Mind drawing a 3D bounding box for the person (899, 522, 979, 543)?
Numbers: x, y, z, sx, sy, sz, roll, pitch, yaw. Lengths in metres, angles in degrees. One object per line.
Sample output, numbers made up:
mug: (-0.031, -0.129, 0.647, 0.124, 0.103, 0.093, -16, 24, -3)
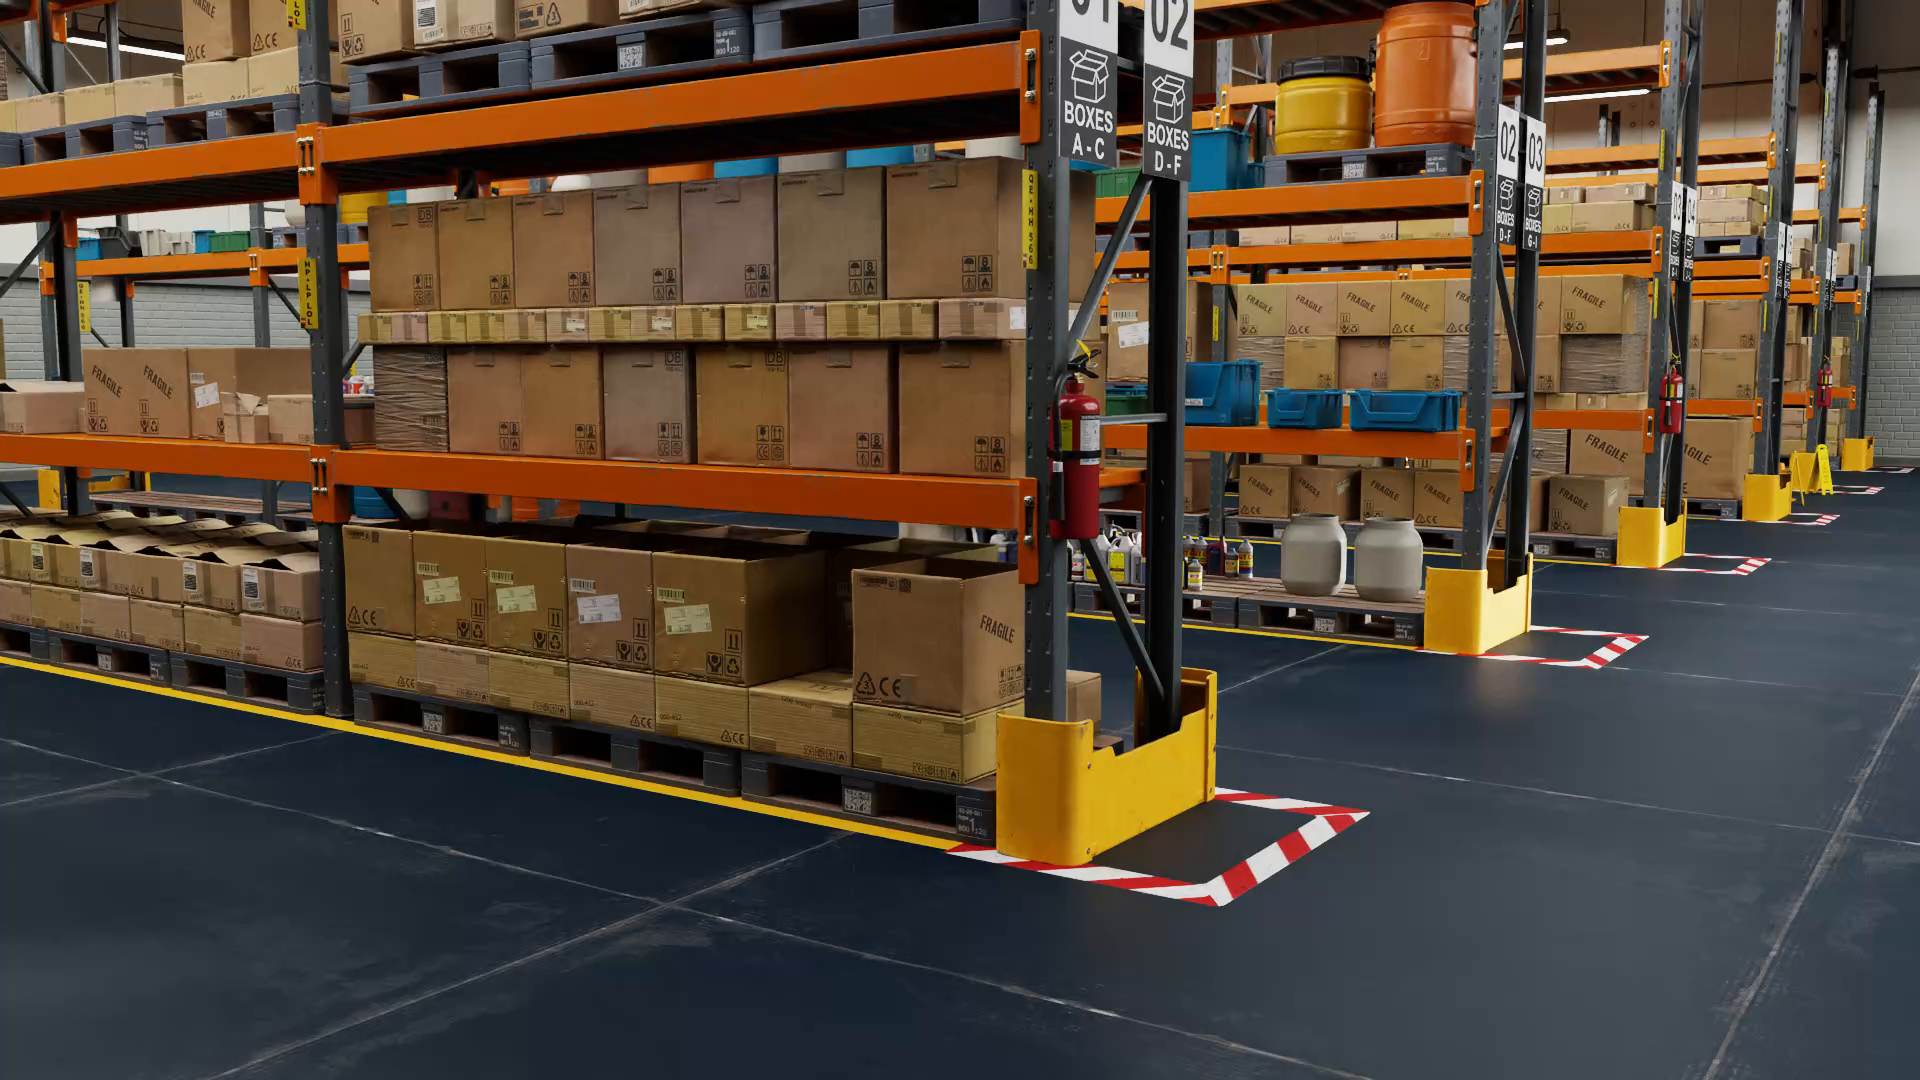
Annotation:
person: (-0.028, -0.044, 8.260, 0.563, 1.770, 0.530, 4, 7, 35)
